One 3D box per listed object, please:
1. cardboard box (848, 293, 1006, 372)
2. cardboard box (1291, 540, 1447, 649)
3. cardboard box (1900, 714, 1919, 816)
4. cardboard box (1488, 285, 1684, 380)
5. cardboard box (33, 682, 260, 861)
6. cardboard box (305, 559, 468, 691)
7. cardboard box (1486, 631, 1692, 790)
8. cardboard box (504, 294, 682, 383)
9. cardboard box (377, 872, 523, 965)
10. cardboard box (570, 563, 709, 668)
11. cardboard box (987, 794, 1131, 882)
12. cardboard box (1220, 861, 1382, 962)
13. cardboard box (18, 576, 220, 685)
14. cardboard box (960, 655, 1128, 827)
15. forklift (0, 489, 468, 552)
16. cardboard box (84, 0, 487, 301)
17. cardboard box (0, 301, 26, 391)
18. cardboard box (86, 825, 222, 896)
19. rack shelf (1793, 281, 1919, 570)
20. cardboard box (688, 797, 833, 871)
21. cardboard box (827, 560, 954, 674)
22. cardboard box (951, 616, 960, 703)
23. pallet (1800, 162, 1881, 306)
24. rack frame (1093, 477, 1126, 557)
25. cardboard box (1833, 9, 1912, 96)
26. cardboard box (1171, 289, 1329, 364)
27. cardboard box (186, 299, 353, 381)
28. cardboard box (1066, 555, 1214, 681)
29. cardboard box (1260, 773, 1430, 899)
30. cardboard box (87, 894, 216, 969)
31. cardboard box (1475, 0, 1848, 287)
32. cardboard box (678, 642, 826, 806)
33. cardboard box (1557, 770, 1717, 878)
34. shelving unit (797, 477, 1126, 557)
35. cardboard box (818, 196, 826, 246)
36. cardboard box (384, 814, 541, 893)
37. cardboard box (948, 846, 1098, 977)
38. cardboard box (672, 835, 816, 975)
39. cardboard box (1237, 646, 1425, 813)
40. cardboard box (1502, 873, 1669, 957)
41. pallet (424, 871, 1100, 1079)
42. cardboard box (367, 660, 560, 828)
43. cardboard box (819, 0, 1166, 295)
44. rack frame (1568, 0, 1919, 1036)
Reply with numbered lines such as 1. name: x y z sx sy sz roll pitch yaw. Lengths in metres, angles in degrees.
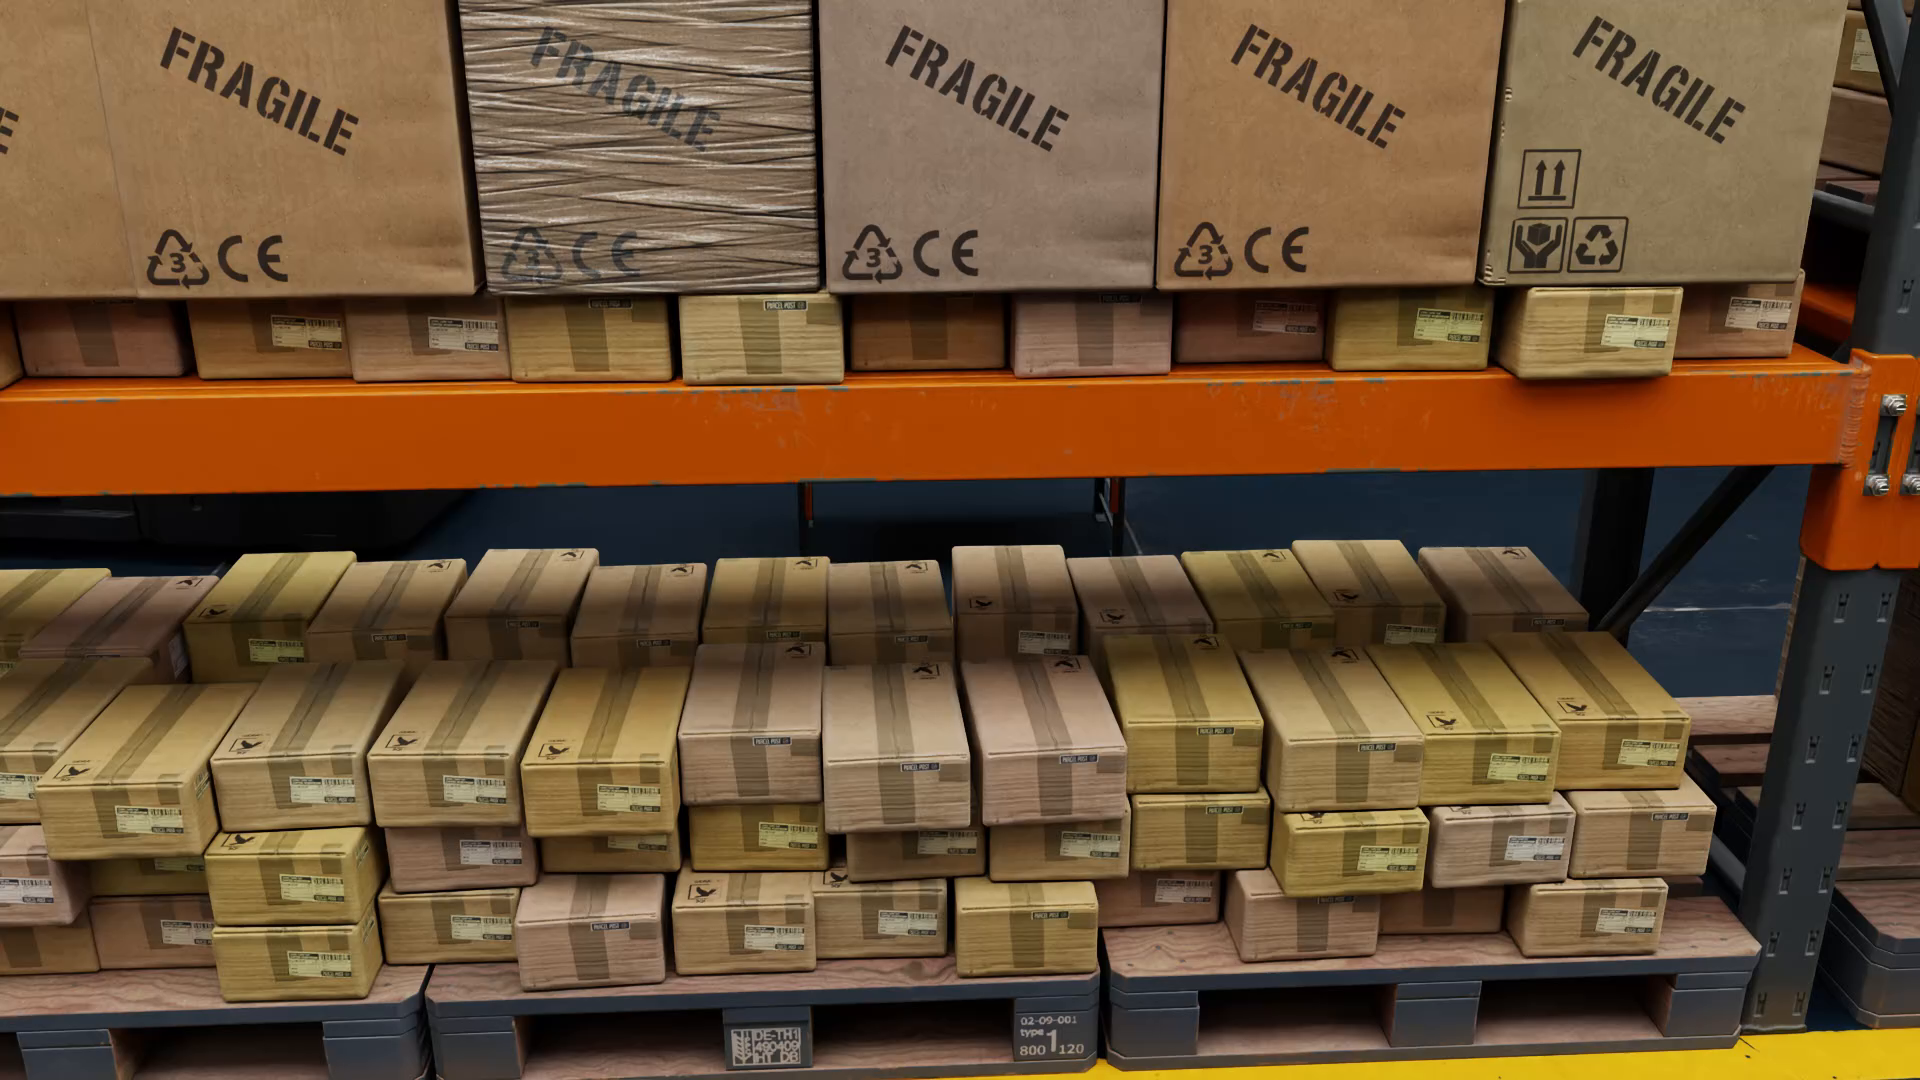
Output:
1. cardboard box: -0.064 -0.408 2.829 0.250 0.149 0.380 -1 21 -4
2. cardboard box: 0.880 0.135 3.631 0.250 0.149 0.380 0 21 0
3. cardboard box: 2.267 0.410 3.251 0.500 0.500 0.500 0 21 -1
4. cardboard box: 0.992 -0.391 2.784 0.250 0.149 0.380 -2 21 -4
5. cardboard box: -1.409 0.401 2.934 0.250 0.149 0.380 -1 21 -3
6. cardboard box: -1.197 0.180 3.513 0.250 0.149 0.380 -2 21 -5
7. cardboard box: 1.174 0.317 3.153 0.250 0.149 0.380 -1 21 -2
8. cardboard box: -0.582 -0.382 2.762 0.250 0.149 0.380 0 21 -1
9. cardboard box: -0.923 0.632 3.161 0.250 0.149 0.380 -1 21 -3
10. cardboard box: -0.663 0.189 3.490 0.250 0.149 0.380 -2 21 -5
11. cardboard box: 0.173 0.480 3.144 0.250 0.149 0.380 -1 21 -2
12. cardboard box: 0.618 0.628 3.172 0.250 0.149 0.380 -2 21 -5
13. cardboard box: -1.711 0.213 3.426 0.250 0.149 0.380 -1 21 -2
14. cardboard box: 0.145 0.360 3.041 0.250 0.149 0.380 -2 21 -6
15. forklift: -3.253 -1.516 5.484 3.031 2.935 1.130 2 21 6
16. cardboard box: -0.992 -0.682 2.637 0.500 0.500 0.500 -1 21 -2
17. cardboard box: -1.614 -0.339 2.648 0.250 0.149 0.380 -2 21 -5
18. cardboard box: -1.425 0.496 3.101 0.250 0.149 0.380 -1 21 -2
19. rack shelf: 3.511 -0.345 3.323 4.000 0.370 1.077 -1 21 -3
20. cardboard box: -0.365 0.468 3.174 0.250 0.149 0.380 0 21 -1
21. cardboard box: -0.154 0.182 3.507 0.250 0.149 0.380 -2 21 -5
22. cardboard box: 0.100 0.306 3.599 0.250 0.149 0.380 0 21 -1
23. pallet: 2.286 -0.515 3.028 1.213 0.211 1.003 -1 21 -3
24. rack frame: 0.501 -0.536 5.448 0.032 1.125 0.500 -1 21 -3
25. cardboard box: 1.900 -0.937 3.211 0.250 0.149 0.380 -1 21 -1
26. cardboard box: 0.460 -0.425 2.876 0.250 0.149 0.380 -2 21 -5
27. cardboard box: -1.090 -0.389 2.781 0.250 0.149 0.380 -1 21 -4
28. cardboard box: 0.372 0.171 3.536 0.250 0.149 0.380 -2 21 -4
29. cardboard box: 0.682 0.497 3.098 0.250 0.149 0.380 -2 21 -5
30. cardboard box: -1.433 0.638 3.147 0.250 0.149 0.380 -1 21 -2
31. cardboard box: 1.048 -0.716 2.728 0.500 0.500 0.500 -1 21 -3
32. cardboard box: -0.378 0.336 3.104 0.250 0.149 0.380 -1 21 -3
33. cardboard box: 1.218 0.476 3.155 0.250 0.149 0.380 -1 21 -2
34. shelving unit: -0.007 -0.526 5.420 1.048 1.125 0.538 -1 21 -3
35. cardboard box: -0.364 -0.568 3.250 0.250 0.149 0.380 0 21 -1
36. cardboard box: -0.904 0.490 3.116 0.250 0.149 0.380 -2 21 -6
37. cardboard box: 0.109 0.645 3.127 0.250 0.149 0.380 -1 21 -3
38. cardboard box: -0.394 0.643 3.132 0.250 0.149 0.380 -1 21 -3
39. cardboard box: 0.673 0.344 3.083 0.250 0.149 0.380 -1 21 -4
40. cardboard box: 1.142 0.624 3.182 0.250 0.149 0.380 -1 21 -2
41. pallet: -0.375 0.714 3.448 1.213 0.211 1.003 -1 21 -3
42. cardboard box: -0.889 0.364 3.030 0.250 0.149 0.380 0 21 -1
43. cardboard box: 0.033 -0.697 2.676 0.500 0.500 0.500 -1 21 -3
44. rack frame: 1.514 -0.641 3.089 0.127 3.000 1.000 -1 21 -3
